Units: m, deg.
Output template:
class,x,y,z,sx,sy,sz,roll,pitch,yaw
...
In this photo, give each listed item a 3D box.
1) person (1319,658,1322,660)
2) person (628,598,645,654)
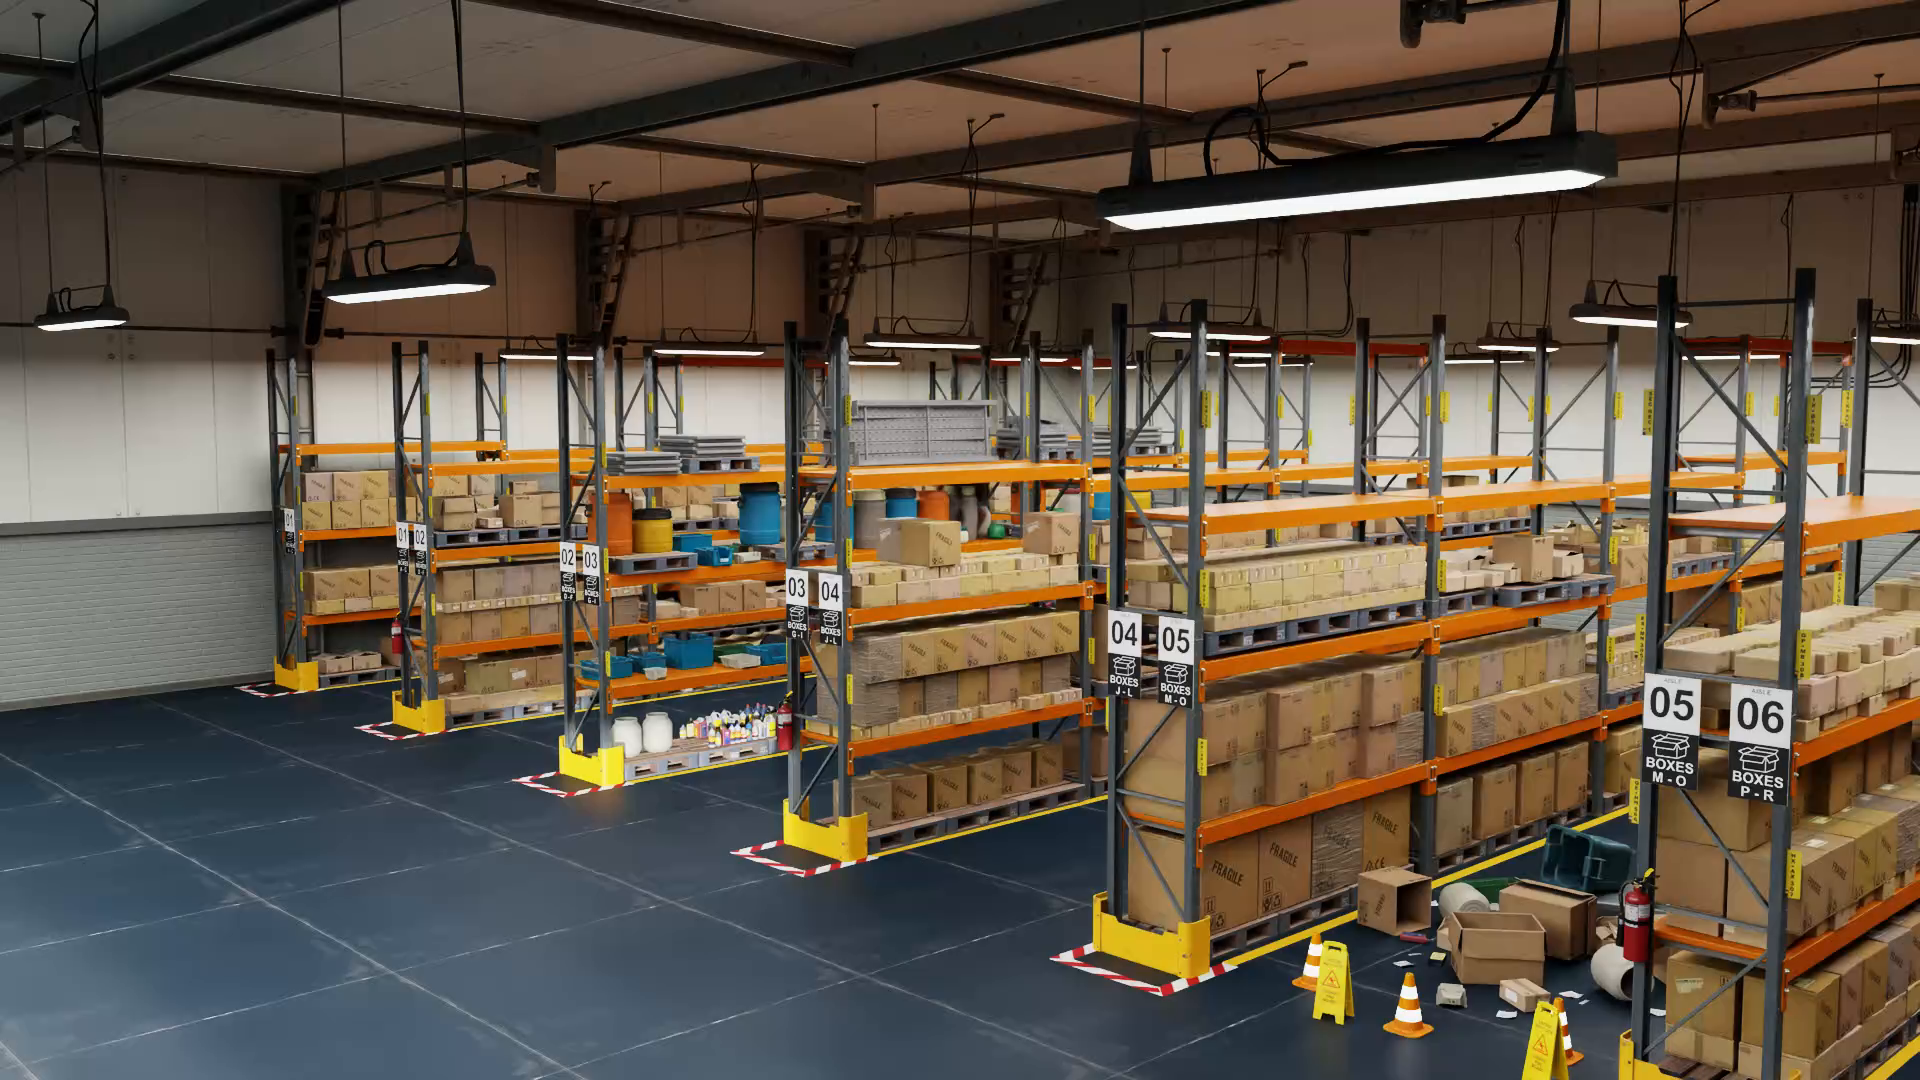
class,x,y,z,sx,sy,sz,roll,pitch,yaw
person,5.048,2.333,22.816,0.688,1.769,0.826,4,6,40
person,-5.987,1.689,30.474,0.579,1.679,0.737,4,6,37
